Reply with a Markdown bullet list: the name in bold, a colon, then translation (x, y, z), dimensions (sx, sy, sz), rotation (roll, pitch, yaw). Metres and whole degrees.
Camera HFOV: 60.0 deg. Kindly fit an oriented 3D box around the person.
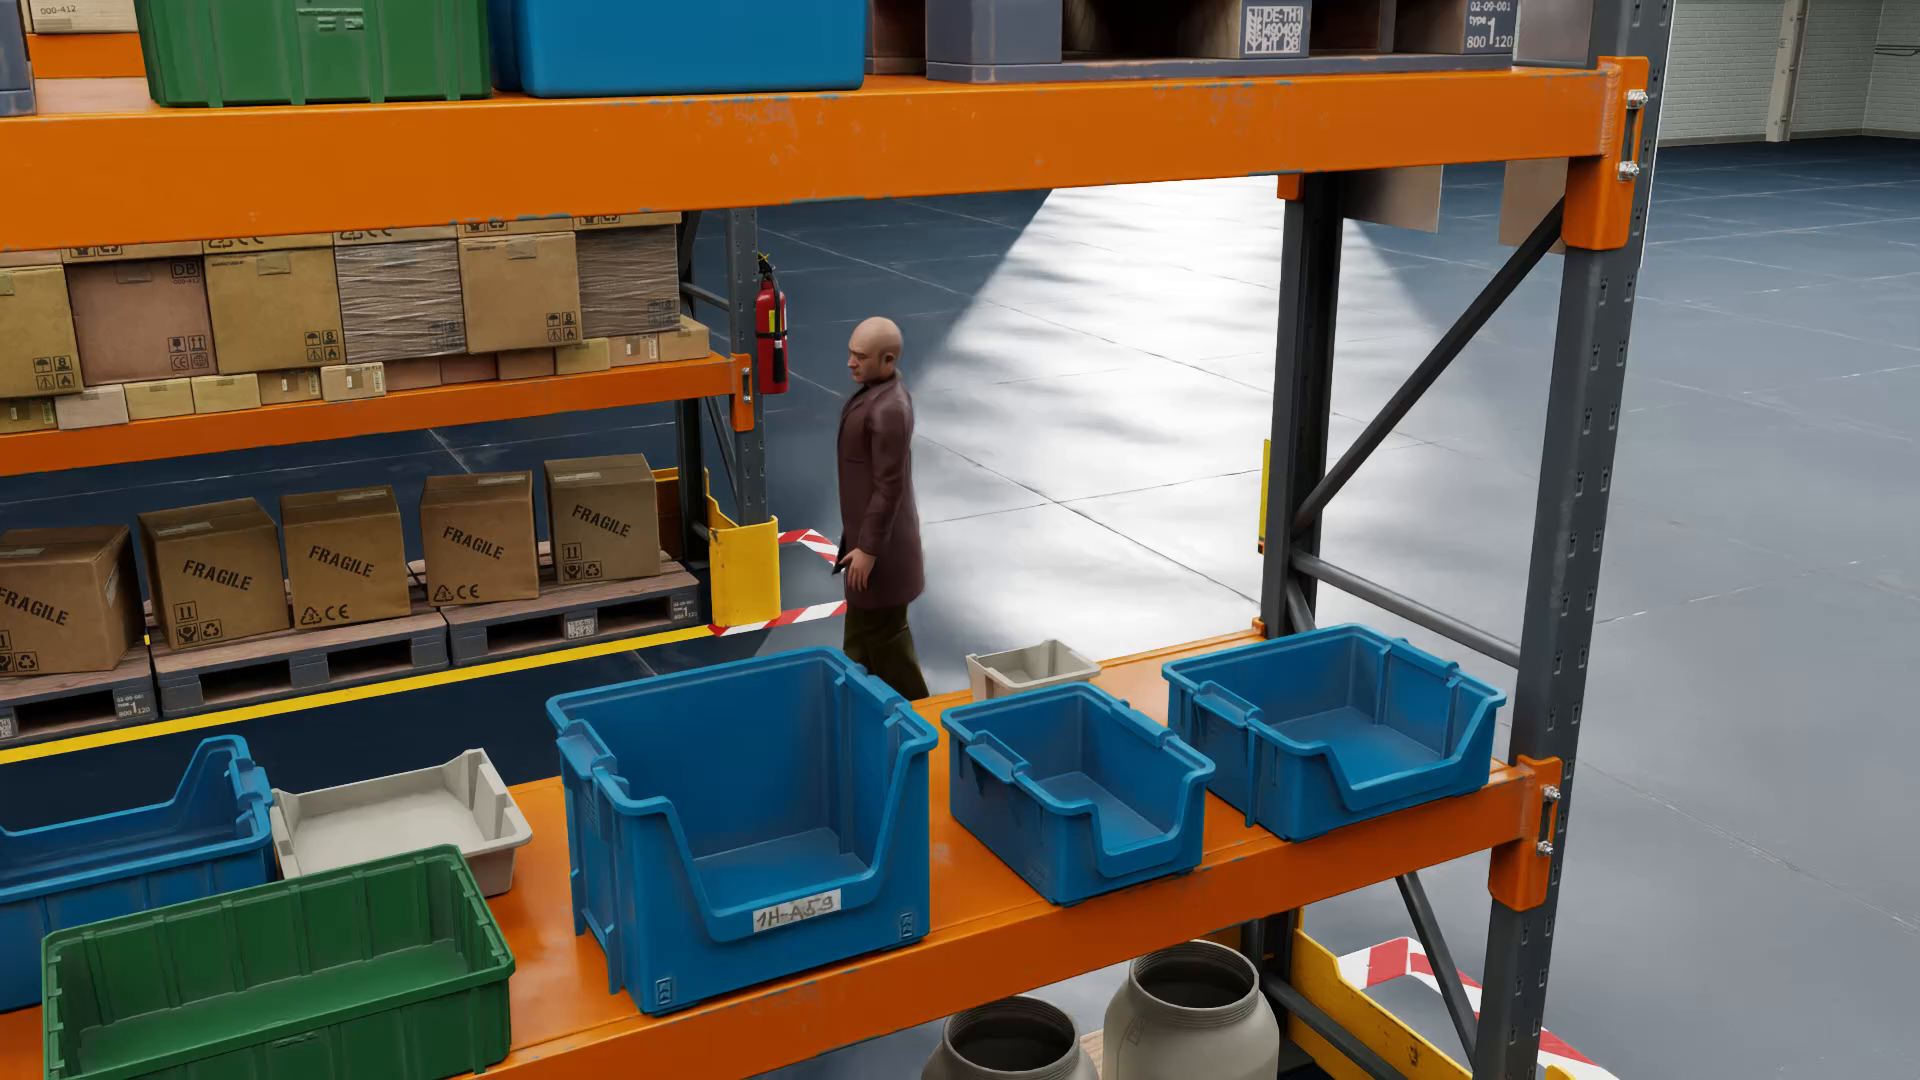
- **person**: translation (-0.385, -0.016, 6.630), dimensions (0.550, 1.774, 0.629), rotation (0, 18, 0)
